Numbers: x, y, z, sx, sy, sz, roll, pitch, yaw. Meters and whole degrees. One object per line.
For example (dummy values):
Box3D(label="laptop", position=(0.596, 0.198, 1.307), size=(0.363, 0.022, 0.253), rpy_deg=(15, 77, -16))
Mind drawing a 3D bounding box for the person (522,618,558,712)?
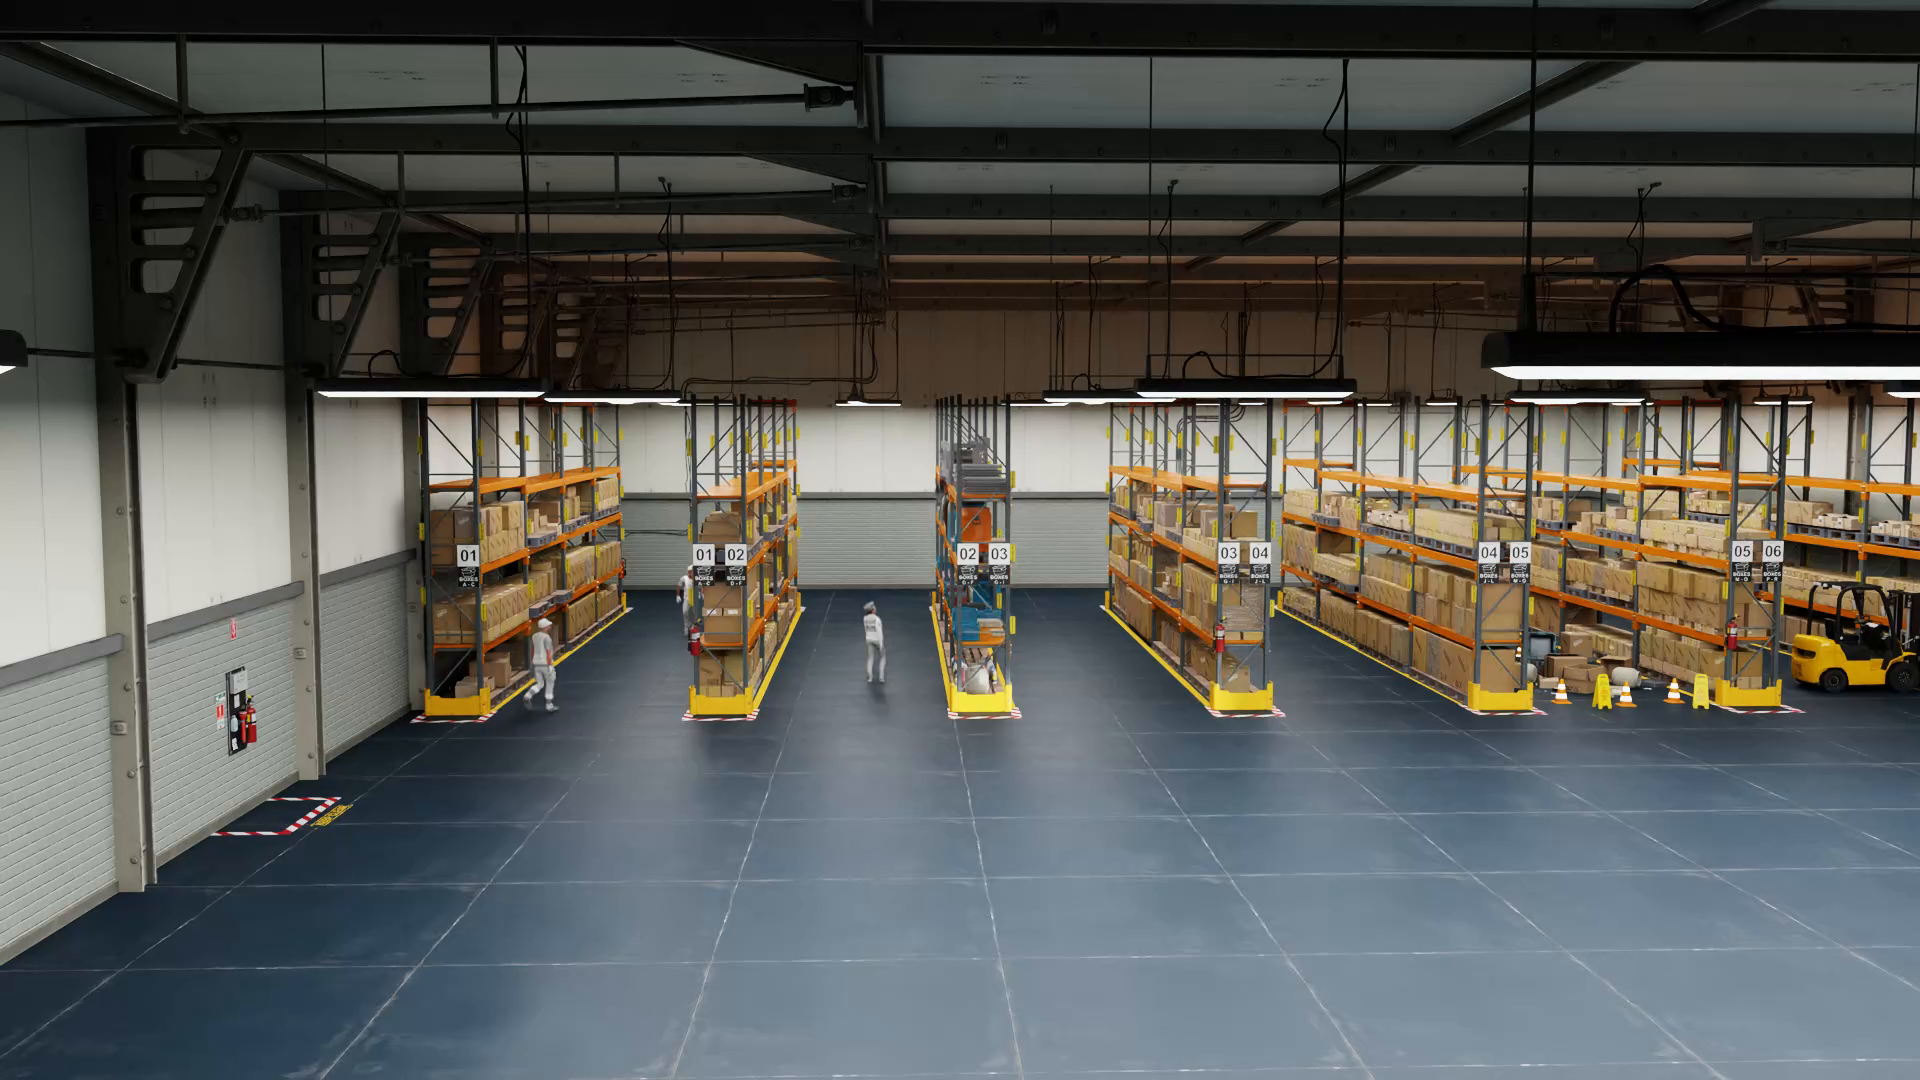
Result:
Box3D(label="person", position=(-7.914, 2.369, 31.342), size=(0.579, 1.779, 0.737), rpy_deg=(3, 5, 31))

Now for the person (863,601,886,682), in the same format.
Box3D(label="person", position=(-1.785, 2.151, 34.776), size=(0.465, 1.751, 0.541), rpy_deg=(2, 5, 21))

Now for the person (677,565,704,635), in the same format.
Box3D(label="person", position=(-6.866, 1.547, 42.483), size=(0.746, 1.806, 0.878), rpy_deg=(0, 4, -2))
